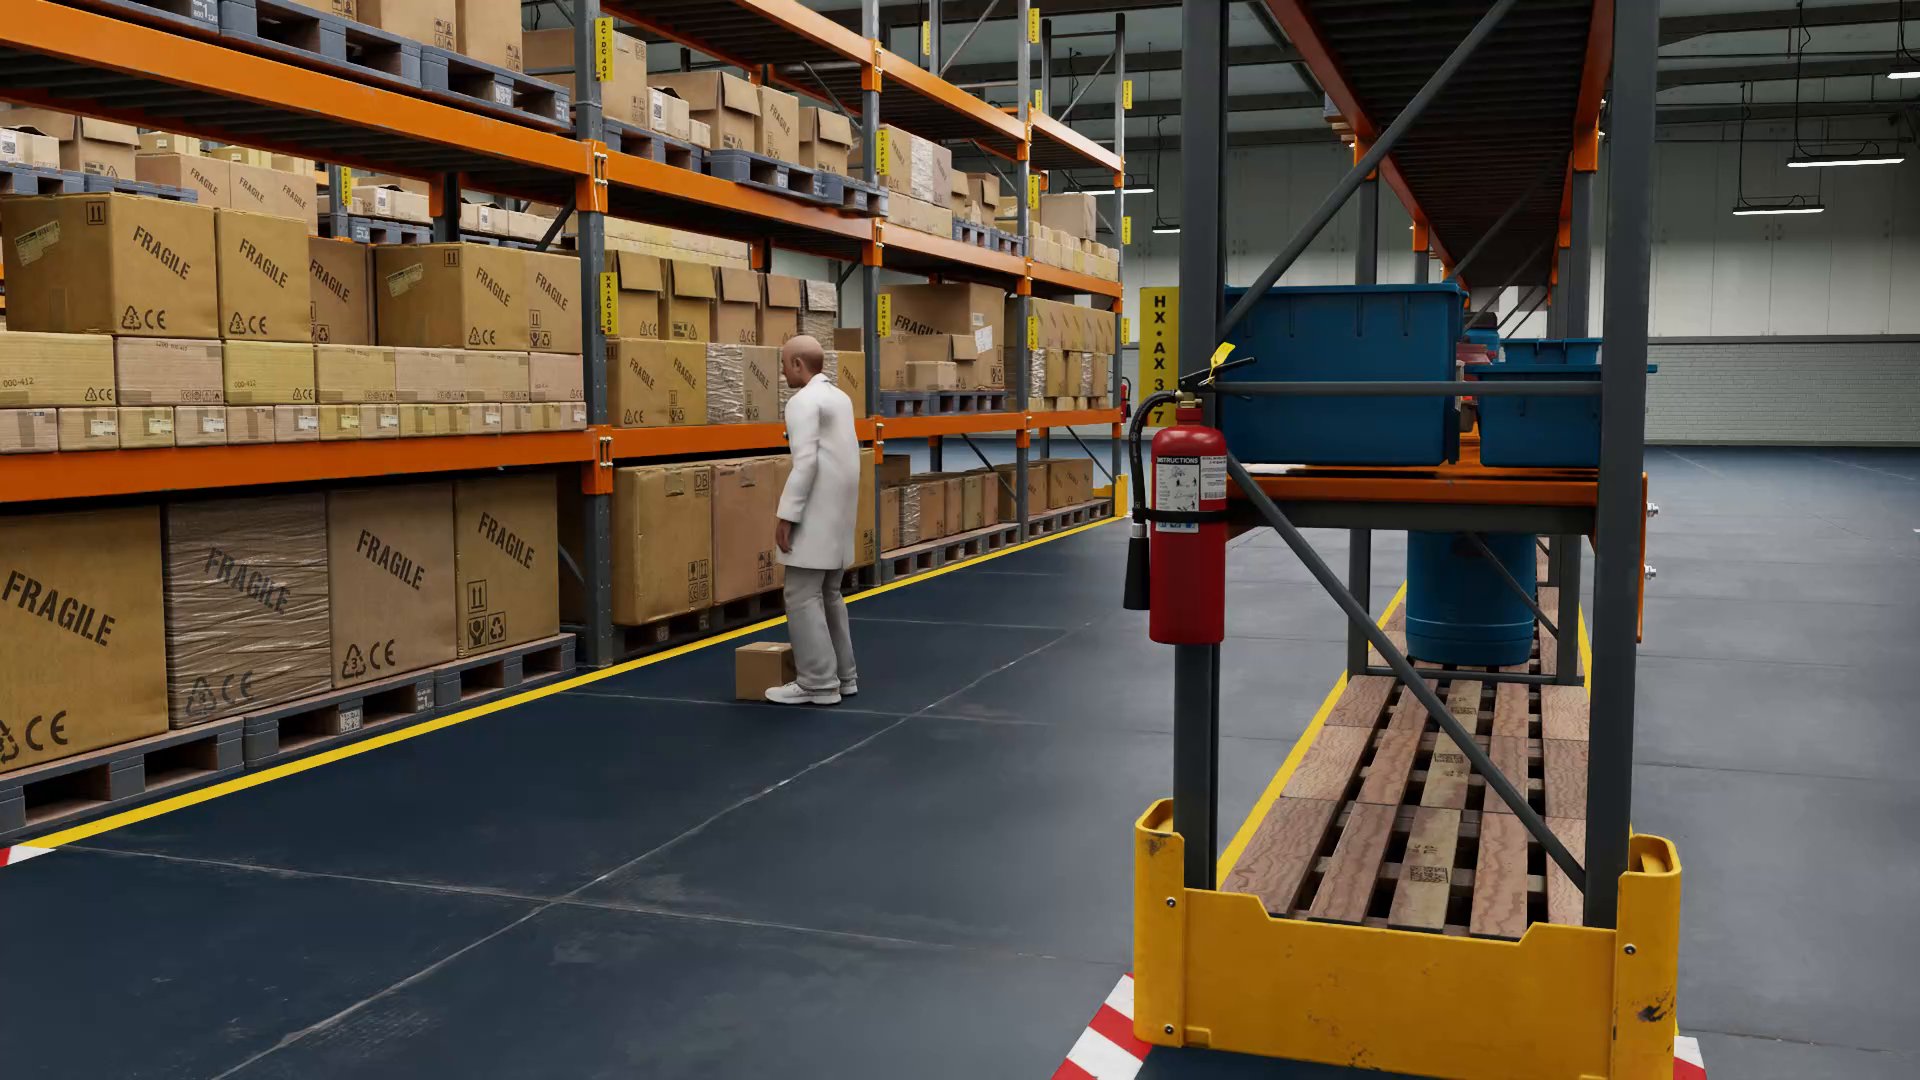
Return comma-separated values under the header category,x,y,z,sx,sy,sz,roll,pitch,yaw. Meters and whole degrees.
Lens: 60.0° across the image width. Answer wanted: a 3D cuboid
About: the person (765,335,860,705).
category,x,y,z,sx,sy,sz,roll,pitch,yaw
person,-0.706,-0.103,8.091,0.423,1.774,0.643,2,5,19
